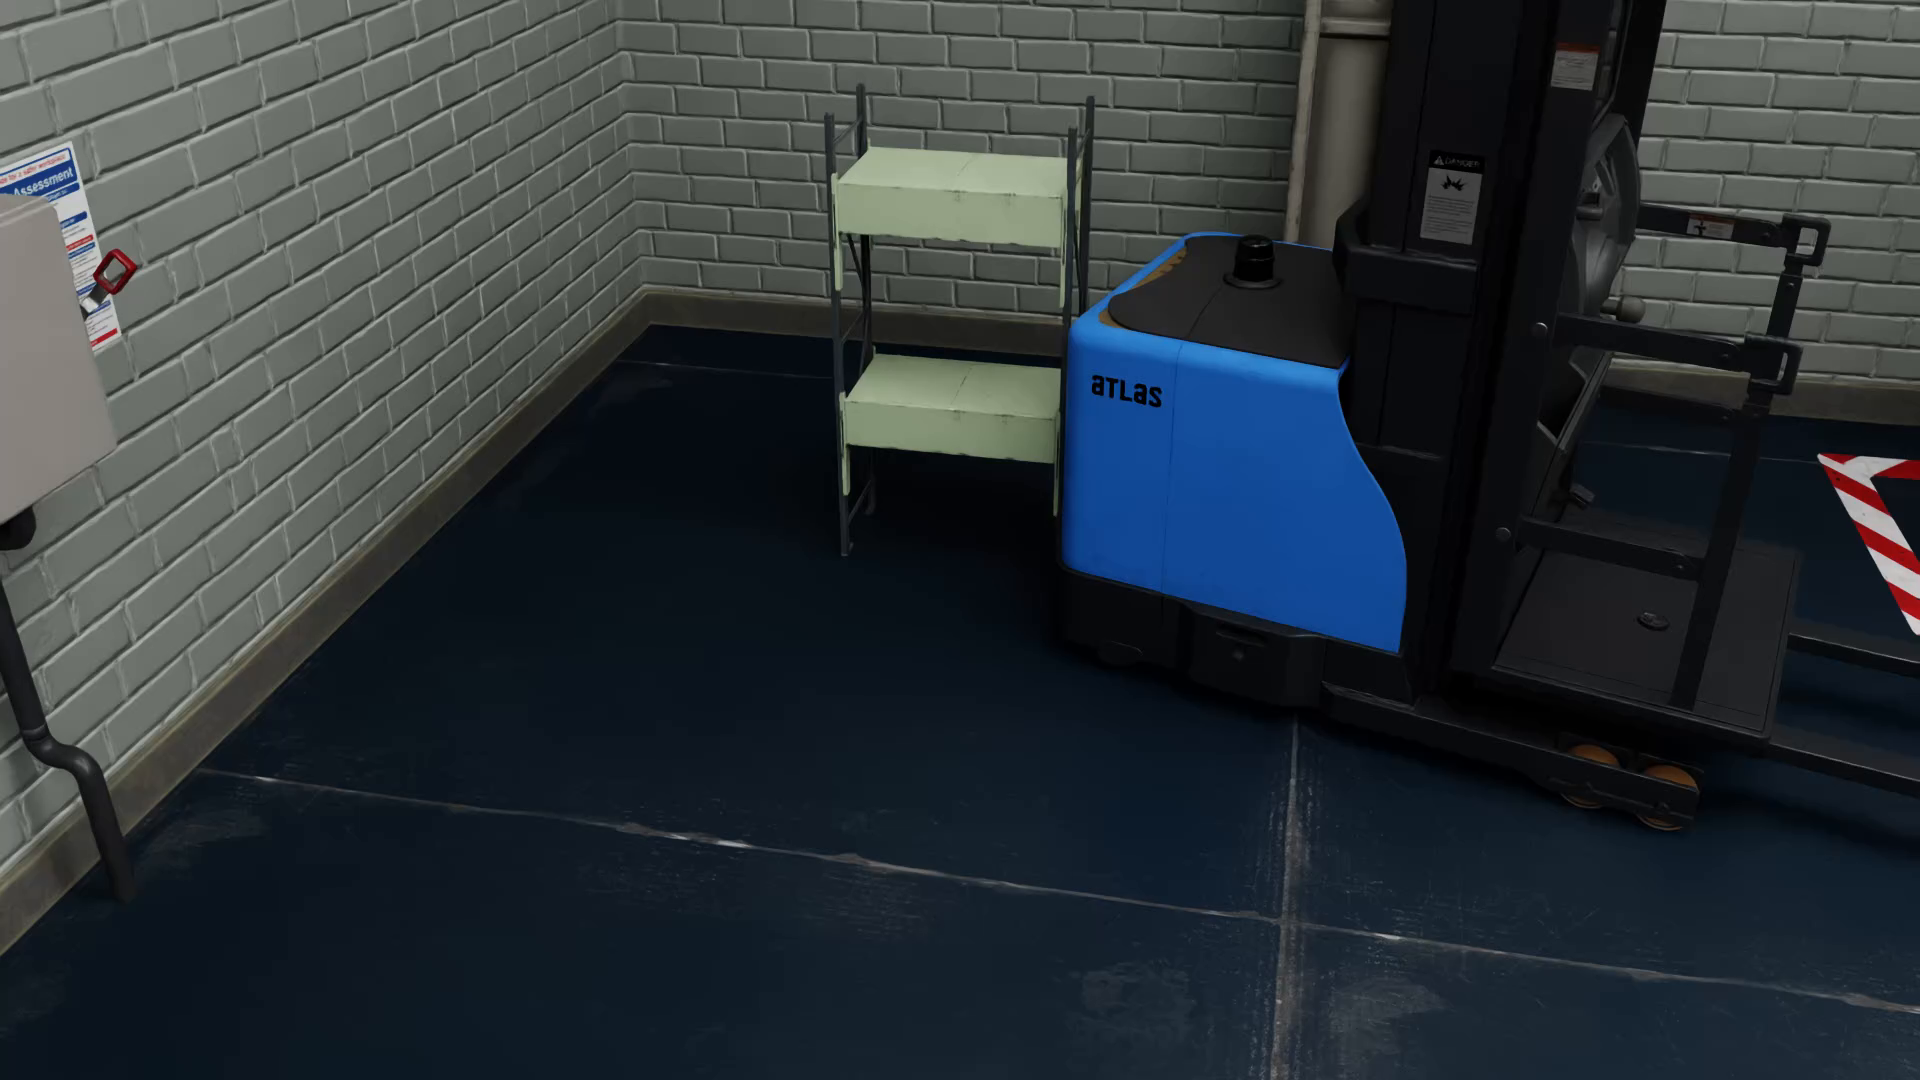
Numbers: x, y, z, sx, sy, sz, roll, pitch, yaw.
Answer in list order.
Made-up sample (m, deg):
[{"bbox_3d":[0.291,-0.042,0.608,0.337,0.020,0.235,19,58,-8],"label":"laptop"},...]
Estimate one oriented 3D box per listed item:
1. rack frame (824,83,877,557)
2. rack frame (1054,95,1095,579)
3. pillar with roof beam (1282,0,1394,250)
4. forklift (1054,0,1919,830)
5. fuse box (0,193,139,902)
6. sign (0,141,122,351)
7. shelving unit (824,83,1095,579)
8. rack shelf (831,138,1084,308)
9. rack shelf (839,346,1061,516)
[{"bbox_3d":[-0.351,-0.694,5.456,0.023,1.500,0.400,6,29,11],"label":"rack frame"},{"bbox_3d":[0.364,-0.620,5.322,0.023,1.500,0.400,6,29,11],"label":"rack frame"},{"bbox_3d":[0.582,-2.551,1.039,0.400,9.000,9.100,6,29,11],"label":"pillar with roof beam"},{"bbox_3d":[1.834,-0.818,4.191,3.031,2.935,1.130,14,32,24],"label":"forklift"},{"bbox_3d":[-2.042,0.122,3.745,0.414,1.711,0.539,6,29,11],"label":"fuse box"},{"bbox_3d":[-2.141,-0.654,3.920,0.001,0.494,0.329,6,29,11],"label":"sign"},{"bbox_3d":[0.007,-0.657,5.389,0.755,1.500,0.431,6,29,11],"label":"shelving unit"},{"bbox_3d":[0.007,-1.000,5.201,0.720,0.370,0.431,6,29,11],"label":"rack shelf"},{"bbox_3d":[0.007,-0.371,5.545,0.720,0.370,0.431,6,29,11],"label":"rack shelf"}]
